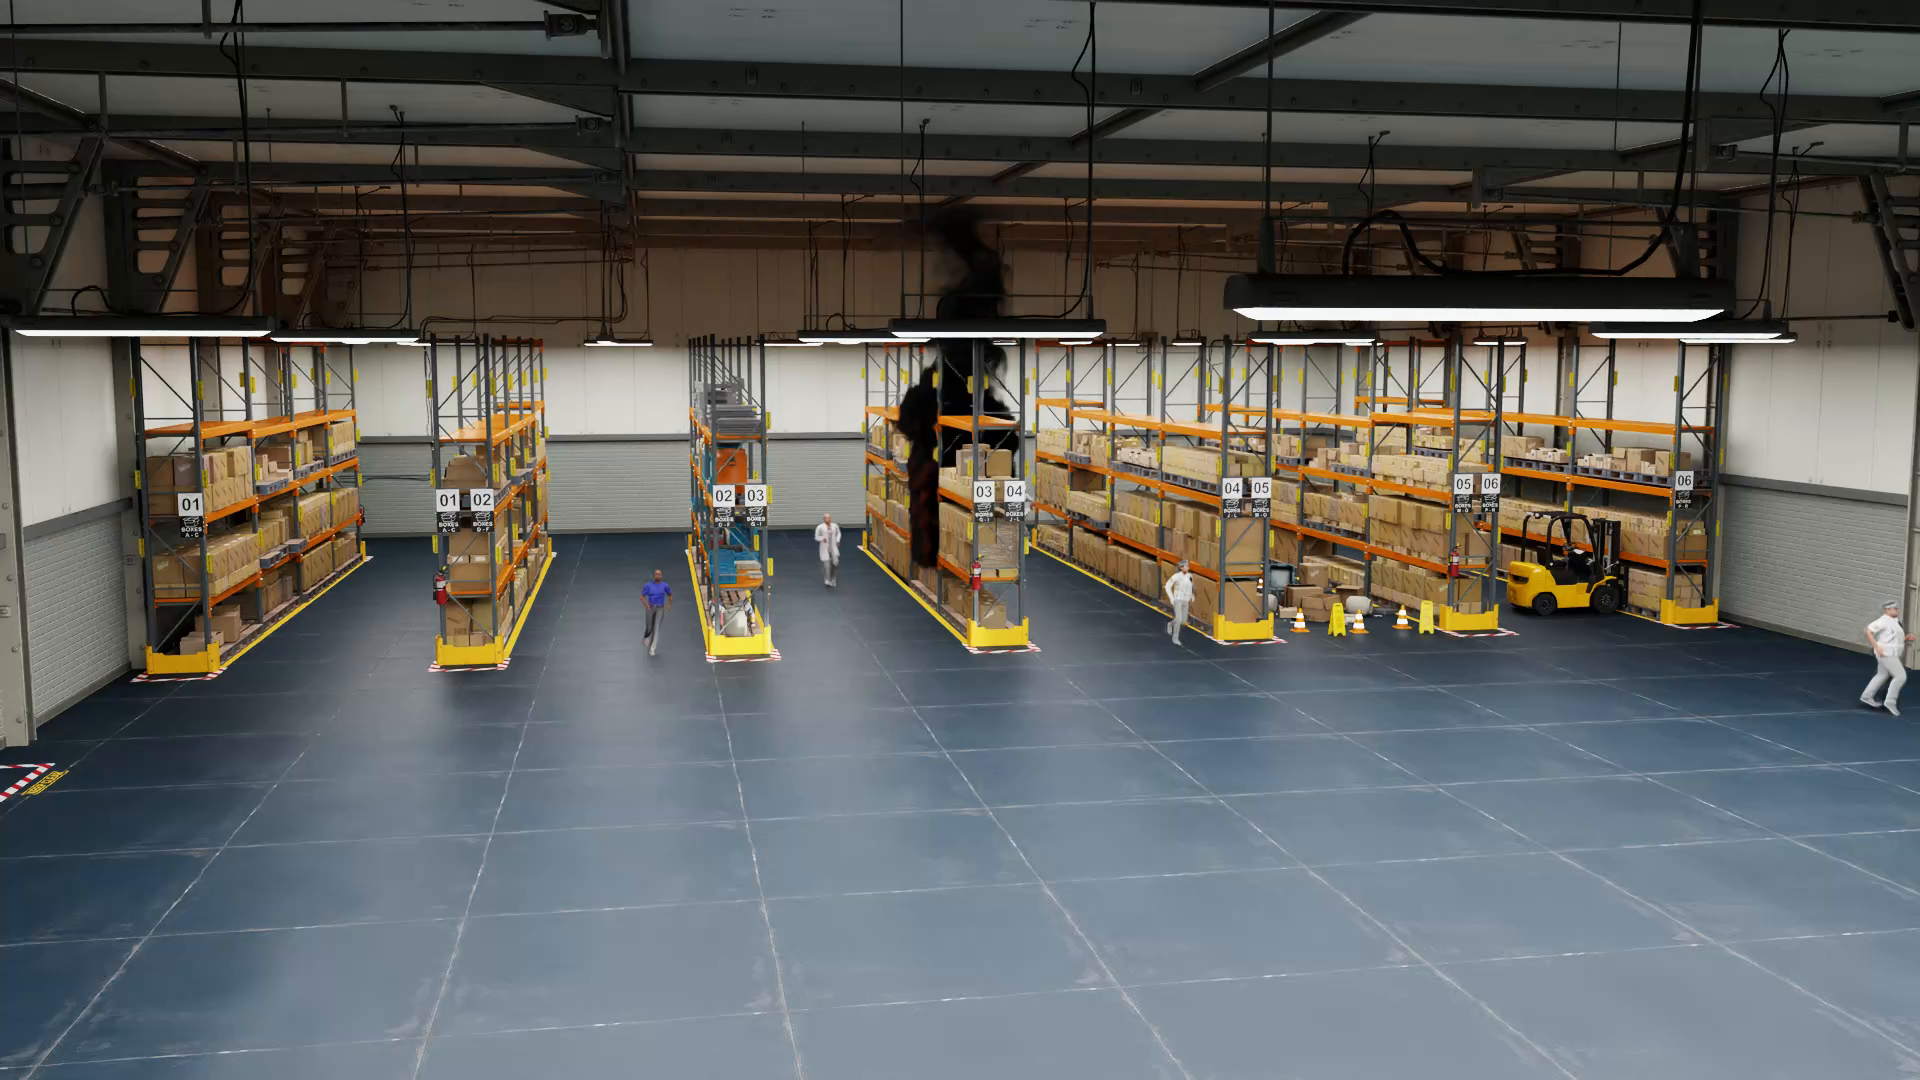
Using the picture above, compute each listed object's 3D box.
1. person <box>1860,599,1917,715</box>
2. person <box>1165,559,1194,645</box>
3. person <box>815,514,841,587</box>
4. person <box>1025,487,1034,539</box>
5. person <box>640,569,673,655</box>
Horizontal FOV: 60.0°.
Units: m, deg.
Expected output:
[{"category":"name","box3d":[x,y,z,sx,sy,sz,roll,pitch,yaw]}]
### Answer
[{"category":"person","box3d":[14.685,1.847,26.300,0.768,1.850,0.631,5,8,39]},{"category":"person","box3d":[4.319,1.197,32.628,0.657,1.662,0.603,-3,7,-24]},{"category":"person","box3d":[-3.162,0.256,40.162,0.681,1.796,0.775,-2,7,-16]},{"category":"person","box3d":[1.858,-0.813,49.789,0.690,1.717,0.811,-2,7,-17]},{"category":"person","box3d":[-5.717,1.342,31.427,0.617,1.600,0.706,-2,7,-15]}]
